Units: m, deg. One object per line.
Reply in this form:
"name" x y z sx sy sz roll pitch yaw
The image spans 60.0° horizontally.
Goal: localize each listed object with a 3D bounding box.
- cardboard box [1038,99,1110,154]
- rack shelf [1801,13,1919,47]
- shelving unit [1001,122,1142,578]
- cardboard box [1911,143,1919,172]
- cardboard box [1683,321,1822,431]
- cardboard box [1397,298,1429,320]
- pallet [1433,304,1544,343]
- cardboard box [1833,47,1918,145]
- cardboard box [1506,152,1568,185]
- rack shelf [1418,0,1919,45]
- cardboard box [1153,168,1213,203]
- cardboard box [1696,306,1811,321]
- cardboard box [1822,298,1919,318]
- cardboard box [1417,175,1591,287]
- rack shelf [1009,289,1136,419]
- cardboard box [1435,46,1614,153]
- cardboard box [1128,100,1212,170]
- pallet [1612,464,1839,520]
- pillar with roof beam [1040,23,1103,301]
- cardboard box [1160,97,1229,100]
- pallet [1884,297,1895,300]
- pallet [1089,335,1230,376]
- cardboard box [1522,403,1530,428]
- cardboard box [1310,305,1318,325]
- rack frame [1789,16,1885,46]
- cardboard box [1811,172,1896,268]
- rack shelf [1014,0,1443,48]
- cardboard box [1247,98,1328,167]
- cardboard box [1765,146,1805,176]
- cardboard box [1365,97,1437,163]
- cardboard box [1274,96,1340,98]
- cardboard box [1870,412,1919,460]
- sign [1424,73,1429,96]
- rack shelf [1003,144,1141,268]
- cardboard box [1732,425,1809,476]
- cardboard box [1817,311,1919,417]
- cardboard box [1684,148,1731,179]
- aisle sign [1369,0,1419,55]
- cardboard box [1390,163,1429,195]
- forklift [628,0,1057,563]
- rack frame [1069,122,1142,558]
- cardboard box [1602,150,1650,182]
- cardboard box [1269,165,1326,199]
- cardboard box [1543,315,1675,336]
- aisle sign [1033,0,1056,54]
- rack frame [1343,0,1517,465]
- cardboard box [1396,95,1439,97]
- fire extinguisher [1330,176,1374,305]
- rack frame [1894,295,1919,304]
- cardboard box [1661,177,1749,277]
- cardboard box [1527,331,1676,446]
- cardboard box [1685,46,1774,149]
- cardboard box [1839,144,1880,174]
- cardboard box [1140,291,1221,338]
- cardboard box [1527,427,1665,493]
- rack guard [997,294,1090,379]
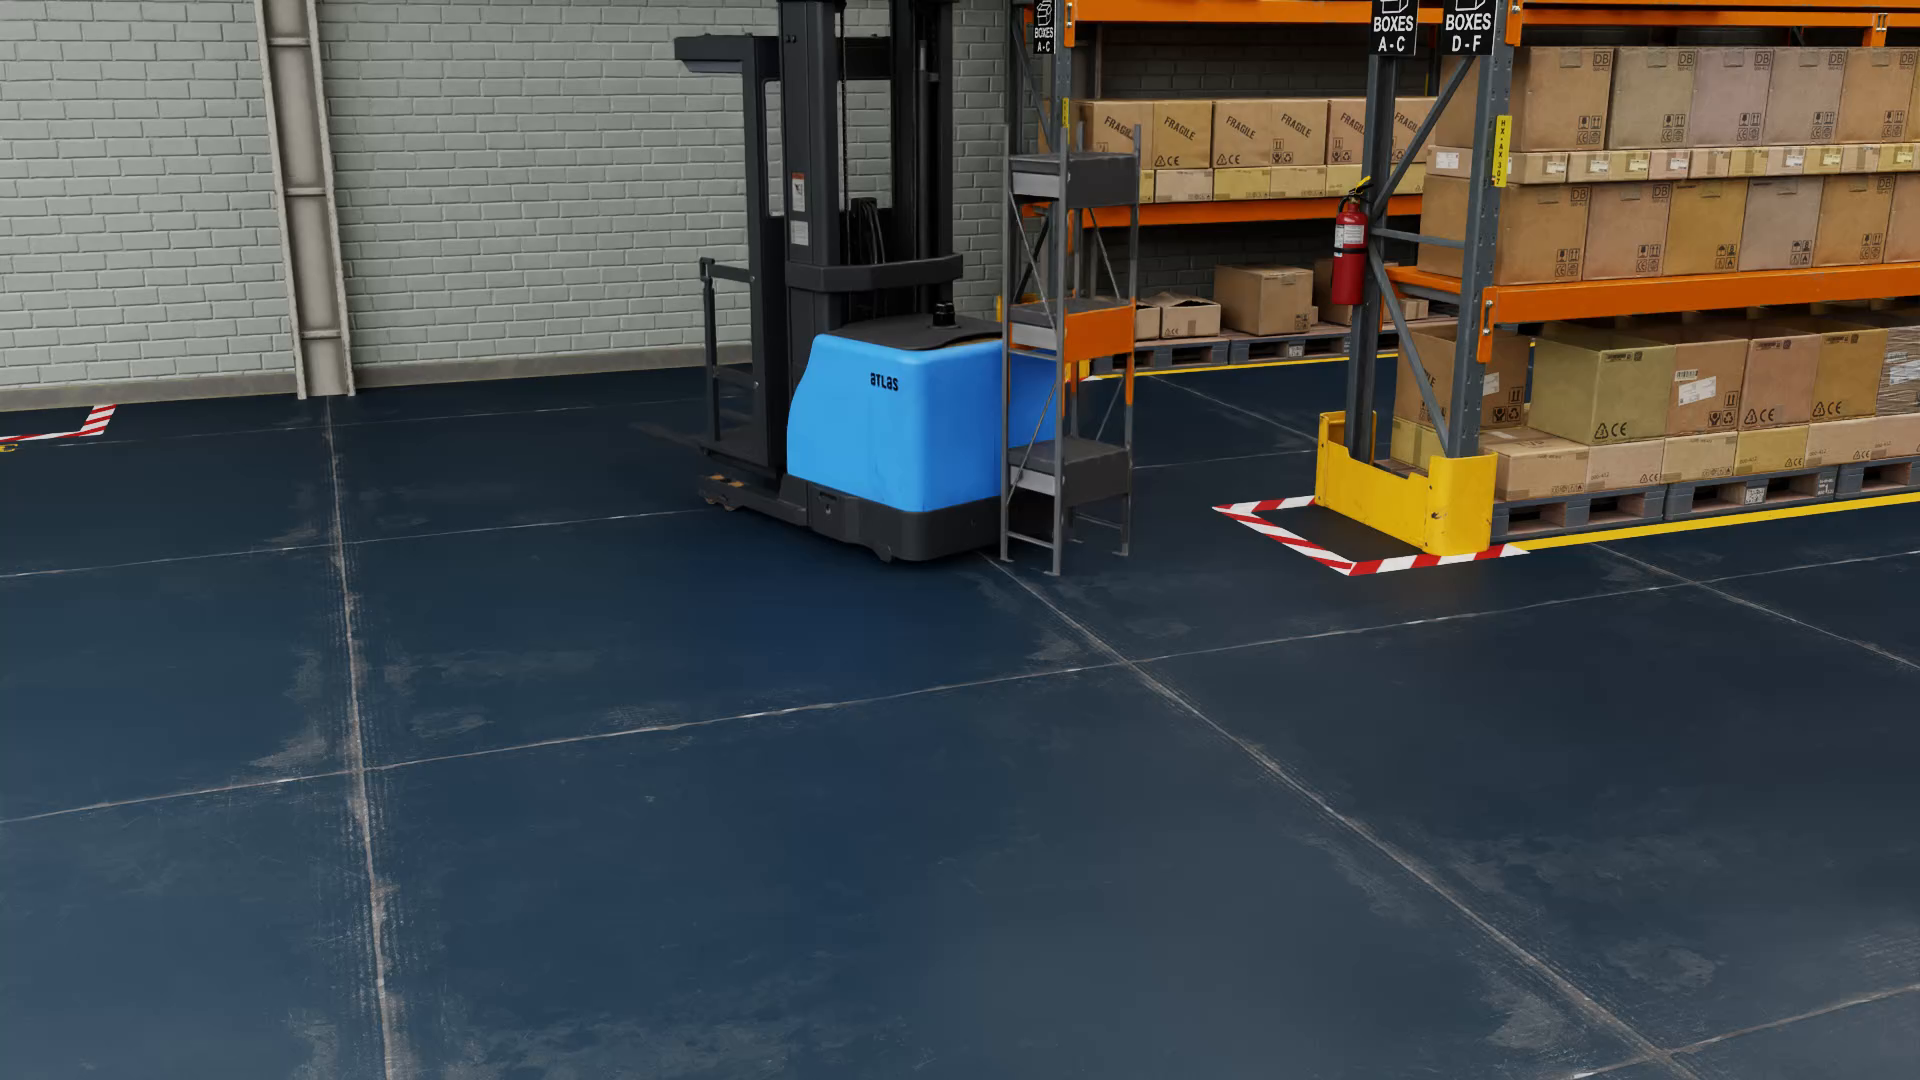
"cardboard box" 0.947 -3.229 13.171 0.500 0.500 0.500 -6 18 -21
"rack shelf" 9.921 -4.931 16.018 4.000 0.370 1.077 -6 17 -20
"shelving unit" 0.523 -0.915 7.989 0.503 2.100 0.431 -14 22 -40
"cardboard box" 5.197 -2.126 9.185 0.250 0.149 0.380 -6 17 -20
"cardboard box" 4.341 -0.913 9.189 0.500 0.500 0.500 -6 17 -20
"cardboard box" 3.829 -2.021 14.406 0.250 0.166 0.380 -9 18 -27
"pallet" 5.045 -1.973 14.941 1.213 0.211 1.003 -6 17 -20
"cardboard box" 4.743 -2.451 9.141 0.500 0.500 0.700 -6 17 -20
"cardboard box" 2.802 -1.867 8.305 0.250 0.149 0.380 -6 18 -20
"rack shelf" 4.227 -2.821 8.834 4.000 0.370 1.077 -6 17 -20
"cardboard box" 1.632 -2.788 12.998 0.500 0.250 0.500 -7 18 -22
"cardboard box" 4.615 -1.105 9.843 0.500 0.500 0.500 -6 17 -20
"cardboard box" 5.549 -1.206 10.186 0.500 0.500 0.500 -6 17 -20
"cardboard box" 2.800 -1.617 8.604 0.500 0.500 0.700 -6 17 -20
"rack shelf" 0.523 -0.902 7.993 0.480 0.518 0.431 -14 22 -40
"cardboard box" 2.849 -2.245 8.439 0.500 0.500 0.700 -6 17 -20
"cardboard box" 1.601 -3.142 12.874 0.500 0.500 0.500 -6 17 -20
"pallet" 4.196 -0.398 9.577 1.213 0.211 1.003 -6 17 -20
"pillar with roof beam" 2.468 -4.872 9.219 0.400 9.000 9.100 -6 17 -20
"cardboard box" 1.902 -3.331 13.516 0.500 0.500 0.500 -7 18 -22
"pallet" 8.816 -2.357 16.249 1.213 0.211 1.003 -6 17 -20
"pallet" 1.425 -1.571 13.572 1.213 0.211 1.003 -6 17 -20
"cardboard box" 3.217 -0.593 9.428 0.500 0.250 0.500 -6 17 -20
"cardboard box" 2.817 -1.919 14.088 0.250 0.149 0.380 -8 18 -25
"rack frame" 8.053 -3.635 15.652 0.127 3.000 1.000 -6 17 -20
"cardboard box" 4.722 -1.826 9.314 0.500 0.500 0.700 -6 17 -19
"rack shelf" 2.451 -4.124 13.271 4.000 0.370 1.077 -6 17 -20
"cardboard box" 2.564 -3.248 13.234 0.500 0.500 0.500 -6 17 -18
"cardboard box" 4.238 -2.022 8.832 0.250 0.149 0.380 -6 17 -20
"cardboard box" 3.523 -3.348 13.576 0.500 0.500 0.500 -6 17 -20
"cardboard box" 2.853 -3.437 13.877 0.500 0.500 0.500 -6 17 -19
"cardboard box" 5.269 -0.659 9.653 0.500 0.250 0.500 -6 17 -20
"sign" 4.116 -3.933 14.612 0.005 0.325 0.100 -6 17 -20
"rack shelf" 0.523 -1.574 7.795 0.480 0.518 0.431 -14 22 -40
"cardboard box" 4.341 -0.554 9.295 0.500 0.250 0.500 -6 17 -20
"cardboard box" 5.268 -1.019 9.548 0.500 0.500 0.500 -6 17 -20
"cardboard box" 3.766 -1.972 8.661 0.250 0.149 0.380 -7 18 -22
"aisle sign" 2.193 -2.843 8.343 0.004 0.787 0.394 -6 17 -20
"cardboard box" 3.516 -2.994 13.700 0.500 0.250 0.500 -6 17 -20
"forklift" -0.806 -1.643 8.992 1.130 2.935 3.031 -14 21 -39
"rack frame" 0.703 -0.962 8.146 0.015 2.100 0.400 -14 22 -40
"cardboard box" 3.281 -1.920 8.483 0.250 0.149 0.380 -6 17 -20
"cardboard box" 2.583 -2.888 13.339 0.500 0.250 0.500 -6 17 -20
"cardboard box" 3.682 -1.004 9.499 0.500 0.500 0.500 -6 17 -20
"aisle sign" 0.623 -3.989 12.246 0.004 0.787 0.394 -6 17 -20
"rack frame" 2.359 -1.525 8.469 0.127 3.000 1.000 -6 17 -20
"cardboard box" 3.805 -3.537 14.218 0.500 0.500 0.500 -7 18 -21
"fire extinguisher" 2.082 -1.599 8.855 0.183 0.674 0.296 -6 17 -20
"rack frame" 6.094 -1.929 9.842 0.127 3.000 1.000 -6 17 -20
"cardboard box" 3.754 -1.720 8.953 0.500 0.500 0.700 -6 17 -20
"cardboard box" 3.406 -0.814 8.850 0.500 0.500 0.500 -6 17 -20
"cardboard box" 3.809 -2.350 8.798 0.500 0.500 0.700 -6 17 -20
"cardboard box" 4.731 -2.076 9.017 0.250 0.149 0.380 -6 17 -18
"cardboard box" 1.794 -1.853 13.575 0.500 0.311 0.500 -5 17 -15
"cardboard box" 3.405 -0.454 8.957 0.500 0.250 0.500 -6 17 -20
"rack guard" 0.654 -1.637 13.284 0.348 0.500 1.175 -6 17 -20
